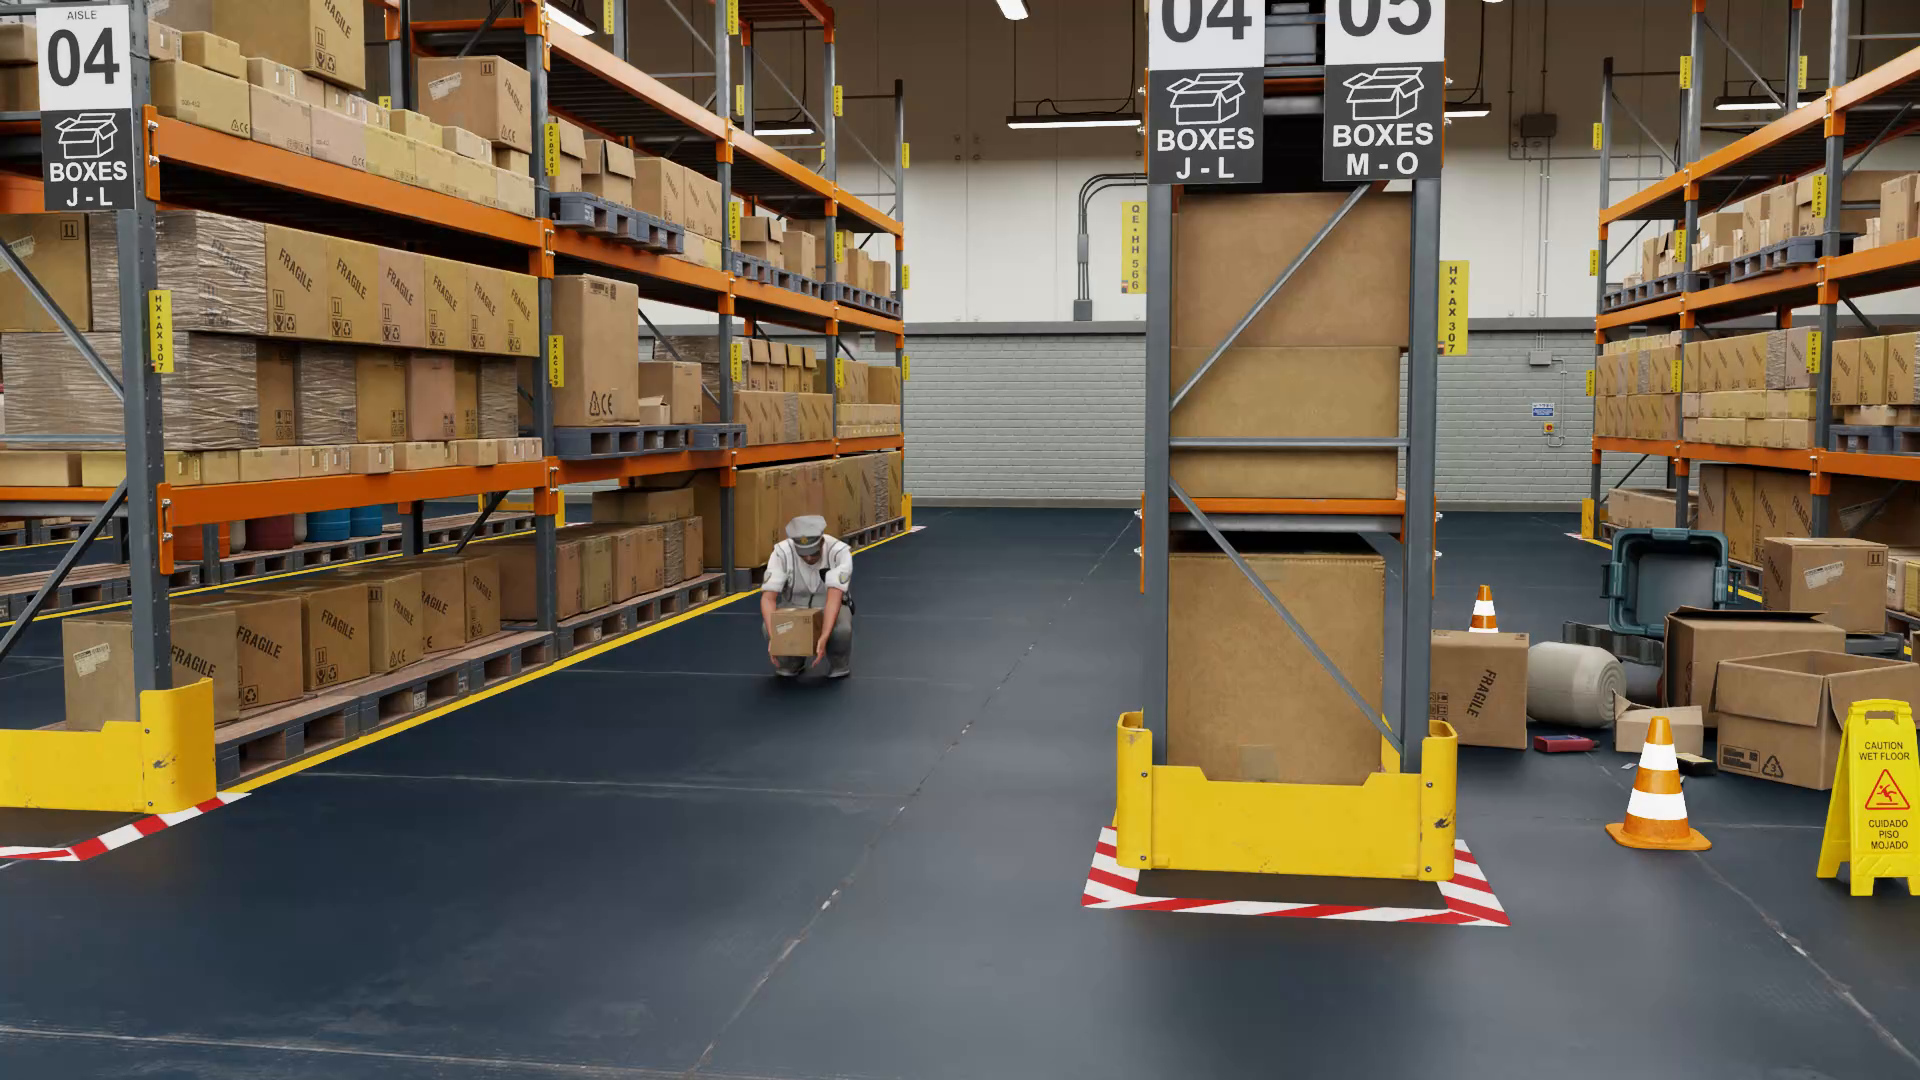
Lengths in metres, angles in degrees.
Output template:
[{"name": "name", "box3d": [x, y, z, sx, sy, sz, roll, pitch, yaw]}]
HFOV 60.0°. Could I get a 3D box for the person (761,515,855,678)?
[{"name": "person", "box3d": [-0.908, 0.341, 10.088, 0.548, 1.011, 0.898, 1, 4, 8]}]
